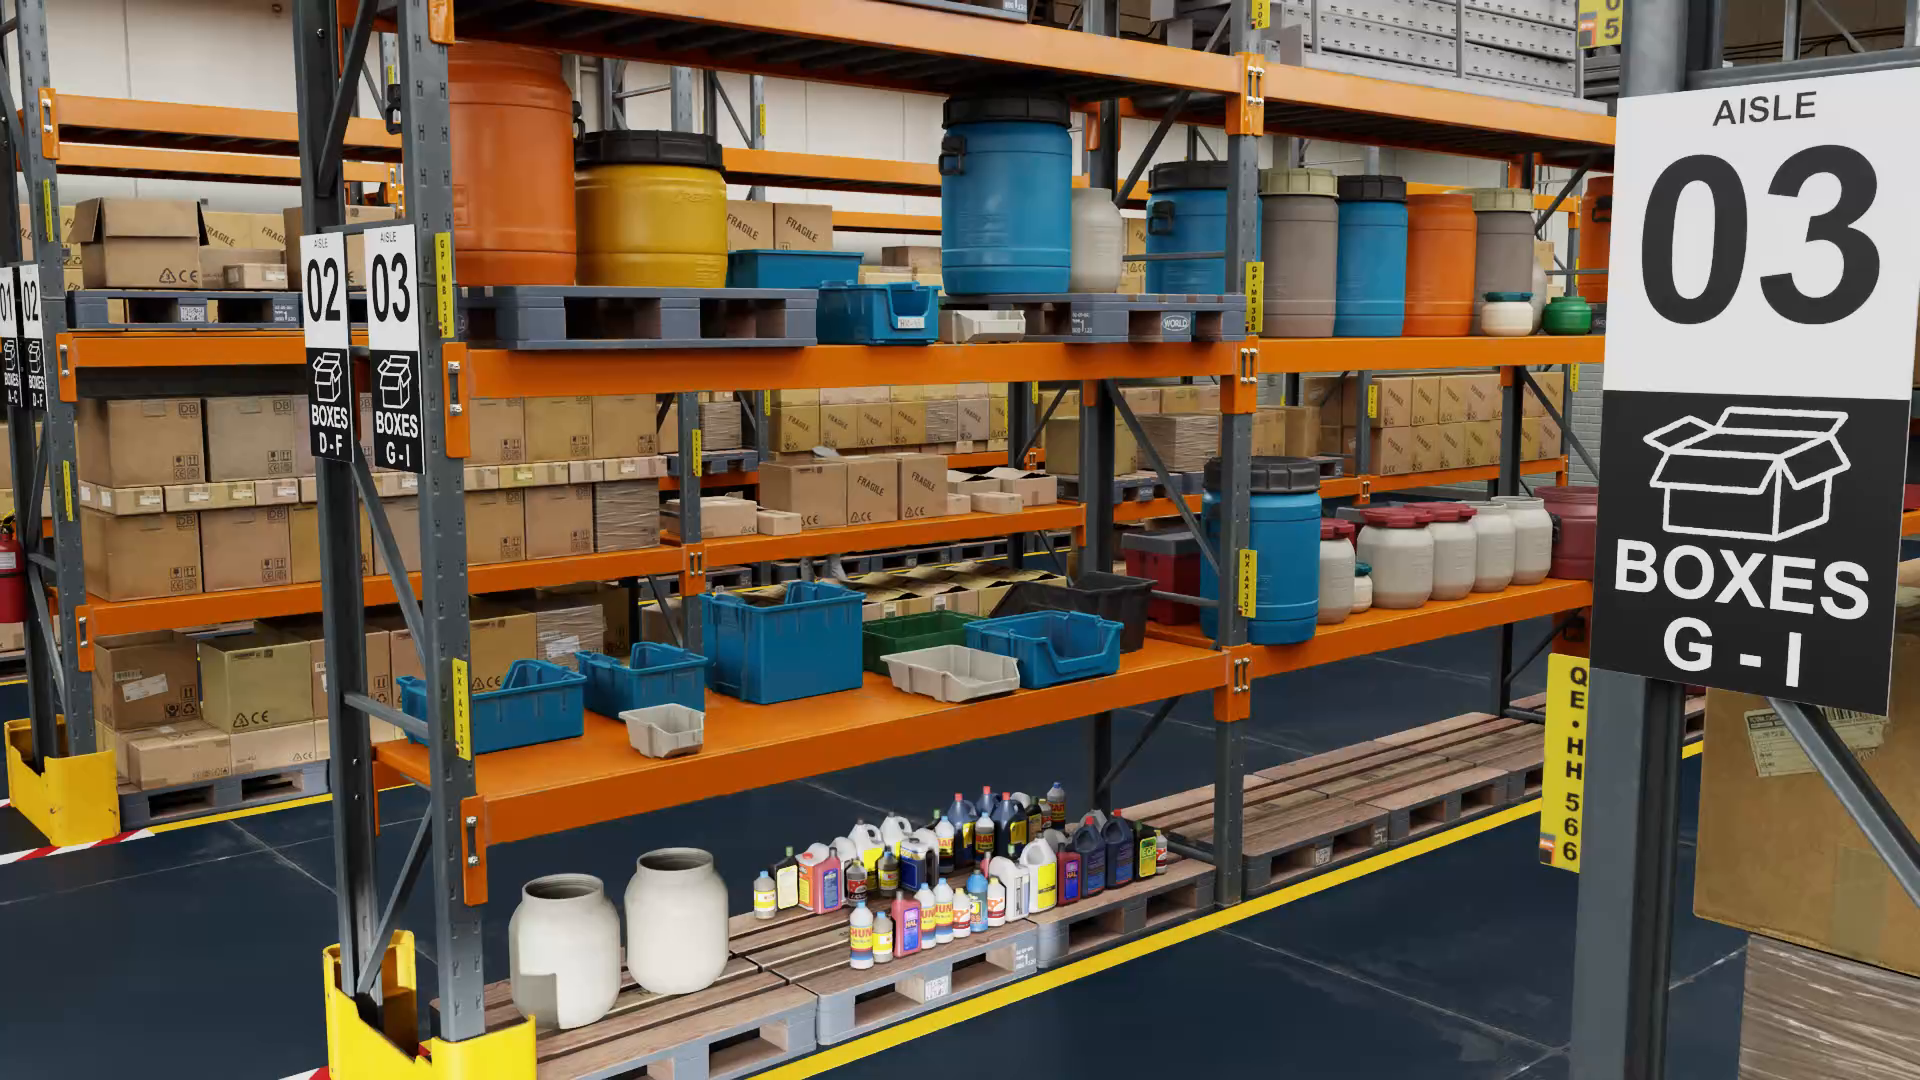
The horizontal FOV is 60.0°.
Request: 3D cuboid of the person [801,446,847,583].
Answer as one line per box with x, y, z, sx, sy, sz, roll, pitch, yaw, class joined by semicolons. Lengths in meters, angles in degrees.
-1.387;-0.101;16.591;0.487;1.686;0.658;-6;10;-40;person
